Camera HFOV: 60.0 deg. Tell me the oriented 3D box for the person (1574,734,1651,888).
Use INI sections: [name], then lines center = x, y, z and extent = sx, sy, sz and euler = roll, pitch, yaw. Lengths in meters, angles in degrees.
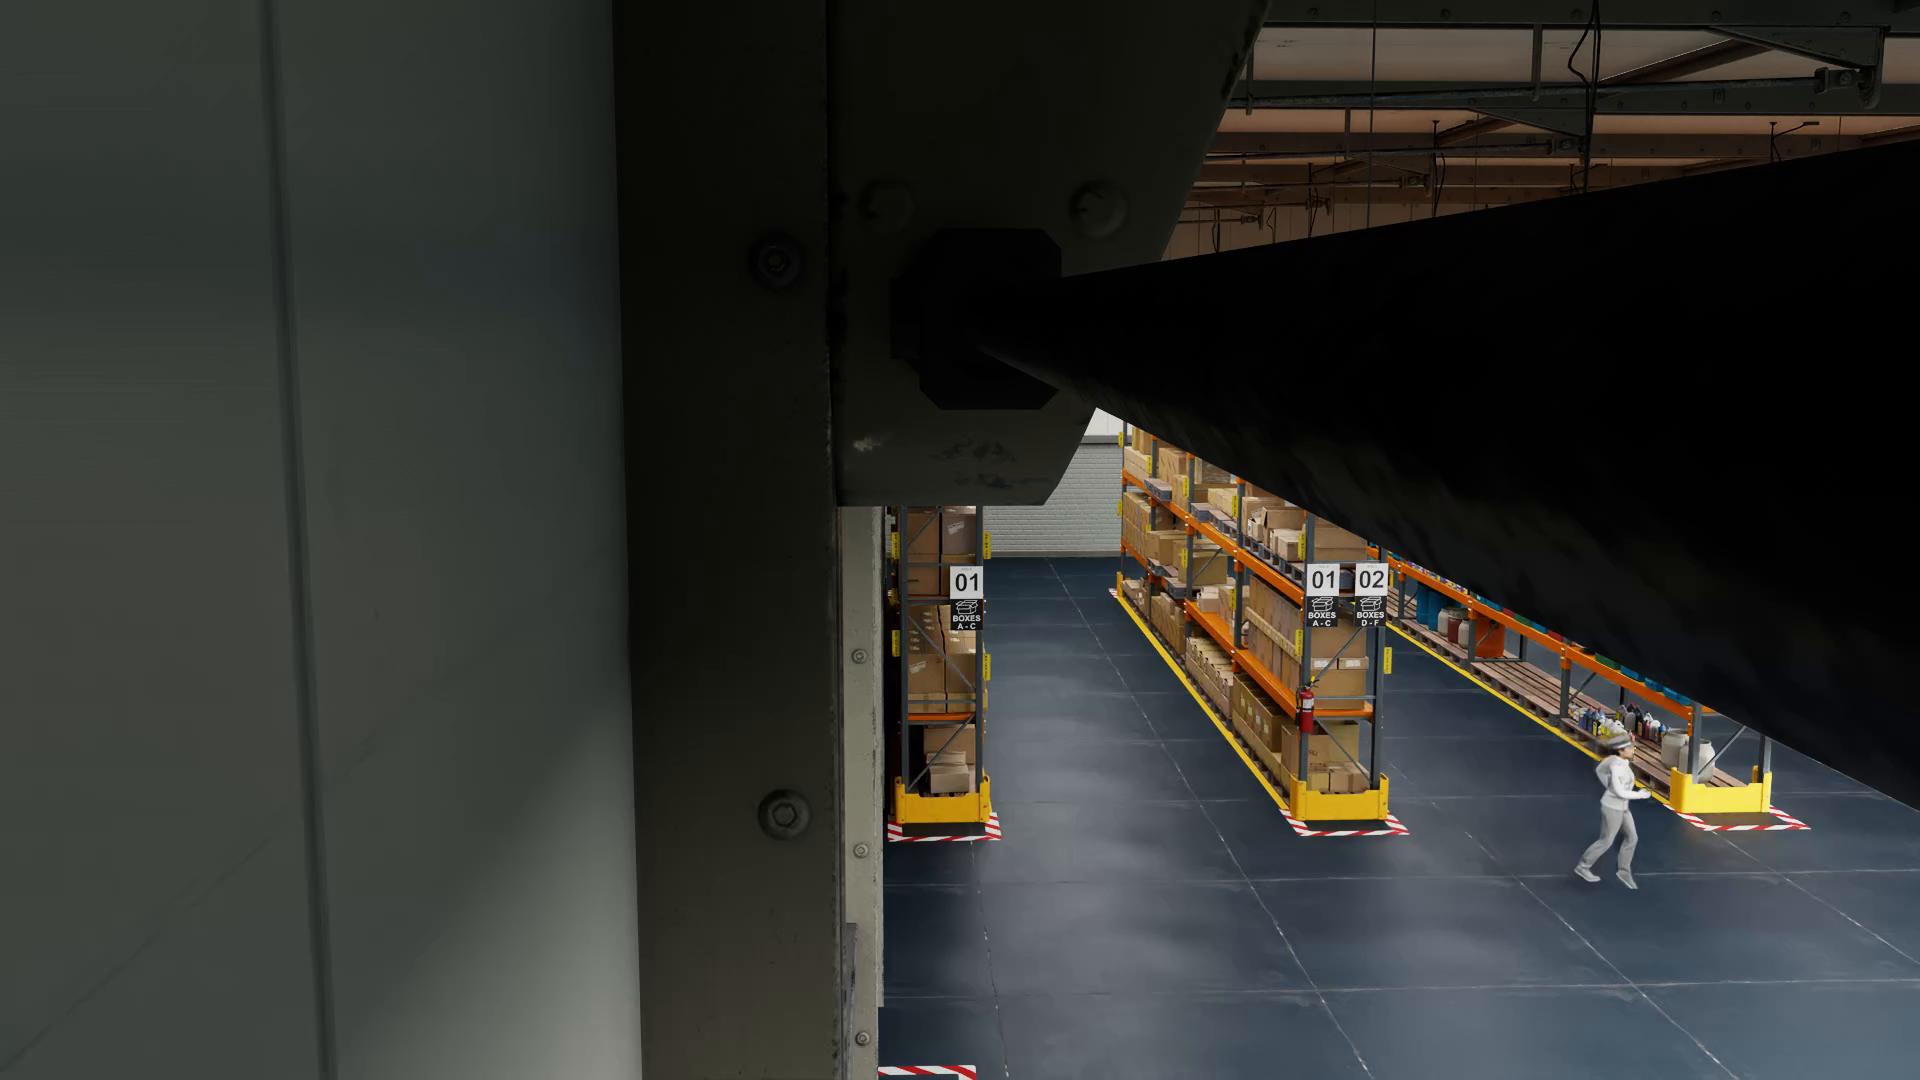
[person]
center = 7.139, 2.972, 18.164
extent = 0.738, 1.771, 0.624
euler = 4, 9, 24
